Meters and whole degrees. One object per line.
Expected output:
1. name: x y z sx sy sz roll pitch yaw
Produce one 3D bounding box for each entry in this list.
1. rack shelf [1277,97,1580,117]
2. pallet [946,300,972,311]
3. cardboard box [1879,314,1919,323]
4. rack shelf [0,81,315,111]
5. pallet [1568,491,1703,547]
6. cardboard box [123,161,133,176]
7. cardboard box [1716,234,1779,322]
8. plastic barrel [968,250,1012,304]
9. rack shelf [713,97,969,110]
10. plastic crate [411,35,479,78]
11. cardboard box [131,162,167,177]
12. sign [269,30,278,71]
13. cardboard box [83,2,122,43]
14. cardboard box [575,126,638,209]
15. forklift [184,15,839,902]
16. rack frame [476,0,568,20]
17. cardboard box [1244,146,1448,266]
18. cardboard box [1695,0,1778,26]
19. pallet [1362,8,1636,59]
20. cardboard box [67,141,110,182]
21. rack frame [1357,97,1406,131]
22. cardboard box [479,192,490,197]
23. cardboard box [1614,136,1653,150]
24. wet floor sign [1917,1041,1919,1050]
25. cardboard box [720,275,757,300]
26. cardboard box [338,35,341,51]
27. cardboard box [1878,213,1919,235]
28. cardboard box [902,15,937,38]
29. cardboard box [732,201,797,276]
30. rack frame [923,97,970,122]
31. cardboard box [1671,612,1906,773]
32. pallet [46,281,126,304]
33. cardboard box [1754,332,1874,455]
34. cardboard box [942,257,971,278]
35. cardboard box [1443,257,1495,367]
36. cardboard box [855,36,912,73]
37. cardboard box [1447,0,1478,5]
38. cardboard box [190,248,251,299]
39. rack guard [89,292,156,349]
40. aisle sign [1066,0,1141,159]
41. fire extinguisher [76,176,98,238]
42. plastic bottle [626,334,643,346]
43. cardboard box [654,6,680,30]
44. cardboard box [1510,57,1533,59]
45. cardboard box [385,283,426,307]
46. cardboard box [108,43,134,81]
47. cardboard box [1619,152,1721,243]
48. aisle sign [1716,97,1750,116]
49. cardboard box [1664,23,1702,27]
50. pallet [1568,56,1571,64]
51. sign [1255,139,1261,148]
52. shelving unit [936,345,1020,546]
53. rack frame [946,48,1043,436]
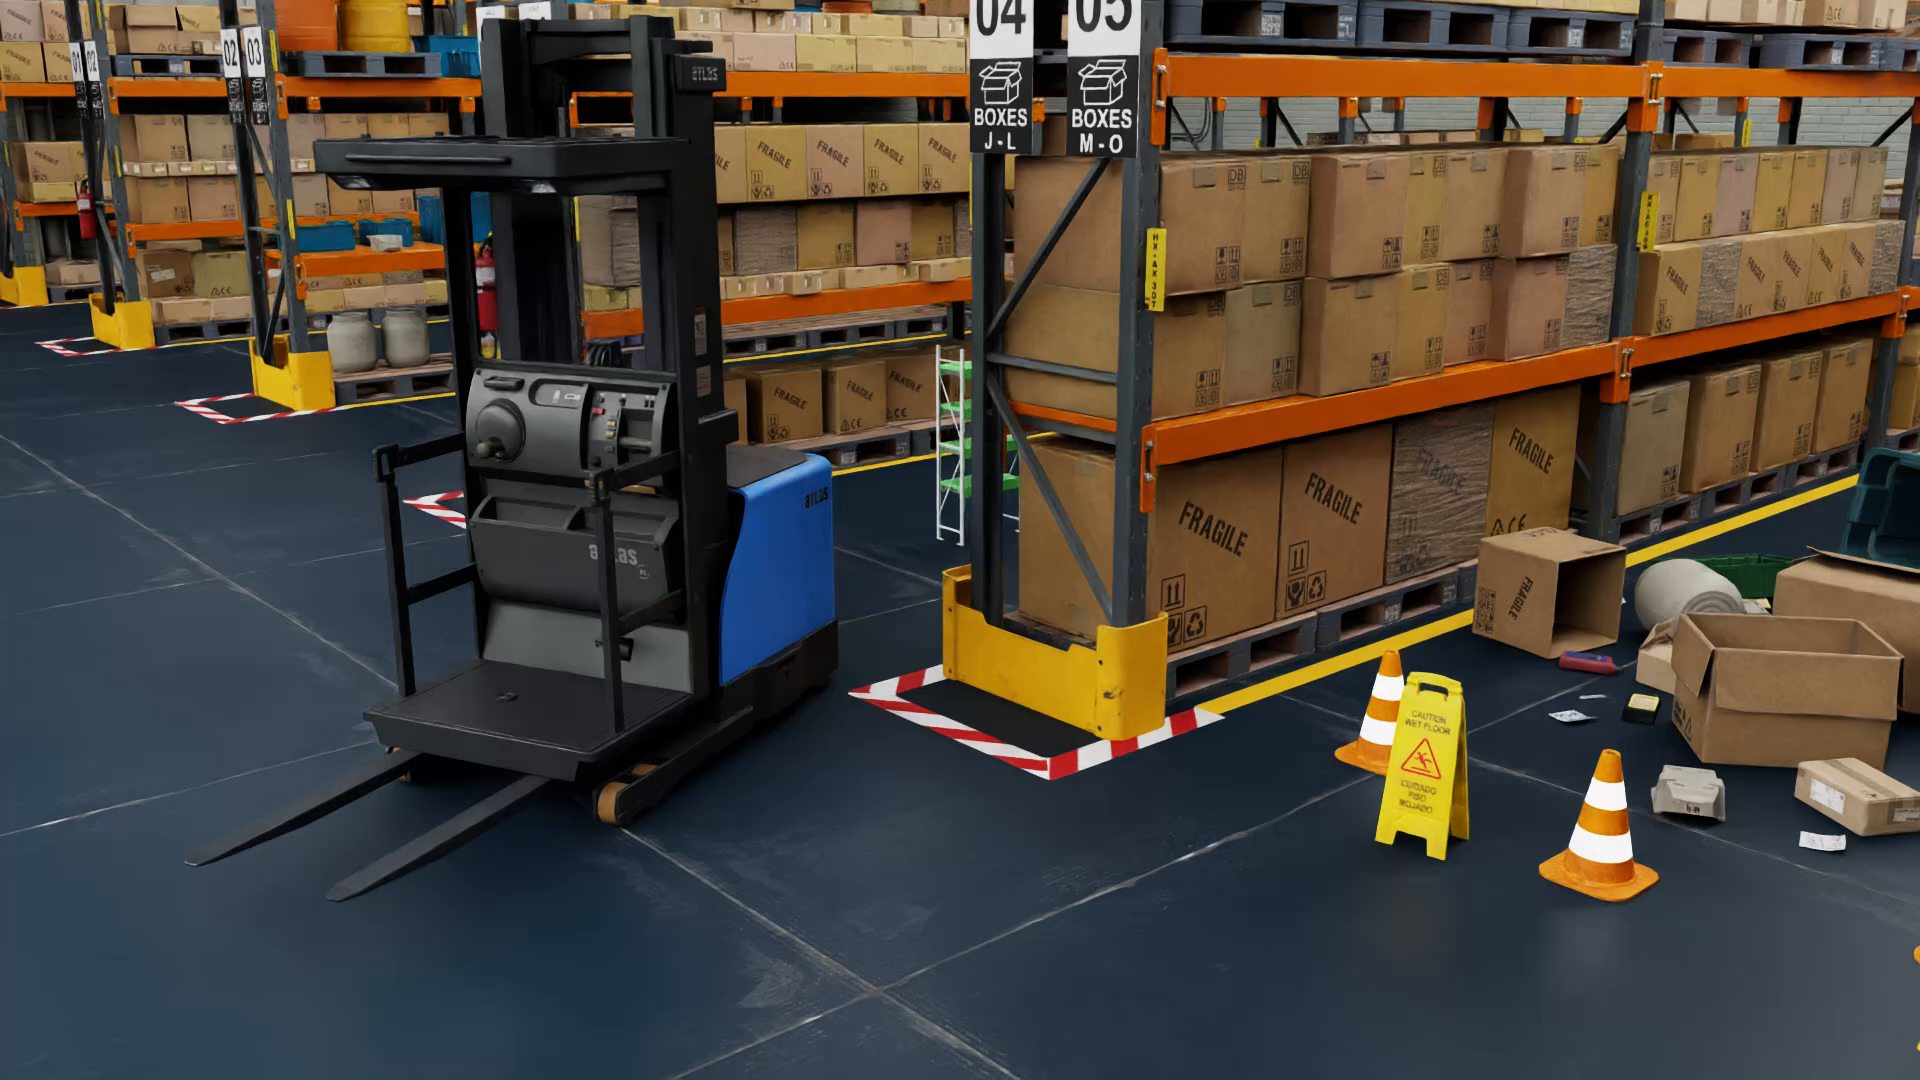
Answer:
1. rack shelf: 4.787 -4.514 16.917 4.000 0.370 1.077 -13 19 -39
2. pallet: 0.595 -2.832 20.443 1.213 0.211 1.003 -13 19 -39
3. cardboard box: 7.520 -1.604 13.018 0.500 0.250 0.500 -13 20 -40
4. rack shelf: -11.002 -6.051 22.674 4.000 0.370 1.077 -13 19 -39
5. pallet: 3.973 -0.211 10.631 1.213 0.211 1.003 -13 19 -39
6. cardboard box: -9.093 -4.111 18.376 0.250 0.149 0.380 -13 20 -40
7. cardboard box: 4.773 -1.668 10.488 0.500 0.500 0.500 -13 20 -40
8. plastic barrel: 0.385 -3.278 20.102 0.708 0.830 0.600 -13 19 -39
9. rack shelf: -1.713 -6.443 24.140 4.000 0.370 1.077 -13 19 -39
10. plastic crate: -4.767 -4.505 15.523 0.575 0.384 0.392 -13 19 -39
11. cardboard box: -8.819 -4.033 18.087 0.250 0.149 0.380 -13 20 -40
12. sign: -5.650 -4.028 13.687 0.005 0.325 0.100 -13 19 -39
13. cardboard box: -11.270 -6.783 21.850 0.500 0.500 0.500 -12 19 -38
14. cardboard box: -2.163 -2.433 10.839 0.500 0.500 0.500 -13 19 -39
15. forklift: -1.624 -0.469 6.325 1.130 2.935 3.031 7 16 23
16. rack frame: -2.756 -4.616 10.095 0.127 3.000 1.000 -13 19 -39
17. cardboard box: 1.909 -1.679 8.342 0.500 0.550 0.875 -13 19 -39
18. cardboard box: 4.669 -3.179 10.005 0.250 0.149 0.380 -13 19 -39
19. pallet: 2.817 -2.683 8.840 1.213 0.211 1.003 -13 19 -39
20. cardboard box: -11.574 -5.015 22.010 0.500 0.500 0.500 -13 19 -39
21. rack frame: 6.062 -5.393 24.627 0.127 3.000 1.000 -13 19 -39
22. cardboard box: -5.896 -4.344 20.992 0.500 0.250 0.500 -11 19 -36
23. cardboard box: 7.591 -4.387 19.122 0.500 0.500 0.500 -13 20 -41
24. wet floor sign: 2.903 1.173 4.610 0.232 0.644 0.267 -6 16 -20
25. cardboard box: -1.617 -1.764 11.528 0.250 0.149 0.380 -13 19 -39
26. cardboard box: -7.199 -5.876 19.711 0.500 0.311 0.500 -14 20 -42
27. cardboard box: 6.955 -2.359 12.364 0.250 0.149 0.380 -12 19 -37
28. cardboard box: -0.380 -3.715 12.052 0.250 0.149 0.380 -13 20 -41
29. cardboard box: -1.620 -2.182 11.837 0.500 0.500 0.875 -13 19 -39
30. rack frame: -0.204 -5.680 25.702 0.127 3.000 1.000 -13 19 -39
31. cardboard box: 3.412 0.627 6.928 0.797 0.503 0.637 2 15 9
32. pallet: -11.818 -3.407 22.597 1.213 0.211 1.003 -13 19 -39
33. cardboard box: 5.940 -1.121 12.180 0.750 0.750 1.050 -13 20 -40
34. cardboard box: -0.131 -2.109 12.822 0.250 0.149 0.380 -13 19 -39
35. cardboard box: 2.286 -1.254 8.843 0.550 0.550 0.875 -13 19 -39
36. cardboard box: -0.693 -3.471 11.908 0.500 0.250 0.500 -13 20 -40
37. cardboard box: 2.225 -2.609 7.873 0.250 0.149 0.380 -13 20 -40
38. cardboard box: -8.330 -3.017 18.792 0.500 0.500 0.500 -13 19 -39
39. rack guard: -9.275 -2.436 18.399 0.348 0.500 1.175 -13 19 -39
40. aisle sign: 0.567 -1.921 6.591 0.004 0.787 0.394 -13 19 -39
41. fire extinguisher: -9.651 -3.680 18.365 0.183 0.674 0.296 -13 19 -39
42. plastic bottle: -3.287 -2.127 16.683 0.185 0.351 0.144 -13 20 -41
43. cardboard box: -2.028 -3.381 10.800 0.250 0.149 0.380 -13 20 -40
44. cardboard box: 5.865 -5.351 17.651 0.500 0.500 0.700 -12 19 -38
45. cardboard box: -6.829 -2.995 20.166 0.500 0.250 0.500 -13 19 -39
46. cardboard box: -11.277 -6.299 21.974 0.500 0.500 0.500 -12 19 -37
47. cardboard box: 4.198 -2.117 10.232 0.500 0.500 0.700 -13 20 -40
48. aisle sign: 9.565 -5.638 20.508 0.004 0.787 0.394 -13 19 -39
49. cardboard box: 4.228 -3.293 10.236 0.500 0.250 0.500 -13 20 -40
50. pallet: 6.920 -5.294 18.616 1.213 0.211 1.003 -13 19 -39
51. sign: 2.912 -3.740 16.196 0.005 0.325 0.100 -13 19 -39
52. shelving unit: 0.125 -0.608 10.200 0.503 1.200 0.258 -13 19 -39
53. rack frame: 0.261 -2.396 13.406 0.127 3.000 1.000 -13 19 -39
